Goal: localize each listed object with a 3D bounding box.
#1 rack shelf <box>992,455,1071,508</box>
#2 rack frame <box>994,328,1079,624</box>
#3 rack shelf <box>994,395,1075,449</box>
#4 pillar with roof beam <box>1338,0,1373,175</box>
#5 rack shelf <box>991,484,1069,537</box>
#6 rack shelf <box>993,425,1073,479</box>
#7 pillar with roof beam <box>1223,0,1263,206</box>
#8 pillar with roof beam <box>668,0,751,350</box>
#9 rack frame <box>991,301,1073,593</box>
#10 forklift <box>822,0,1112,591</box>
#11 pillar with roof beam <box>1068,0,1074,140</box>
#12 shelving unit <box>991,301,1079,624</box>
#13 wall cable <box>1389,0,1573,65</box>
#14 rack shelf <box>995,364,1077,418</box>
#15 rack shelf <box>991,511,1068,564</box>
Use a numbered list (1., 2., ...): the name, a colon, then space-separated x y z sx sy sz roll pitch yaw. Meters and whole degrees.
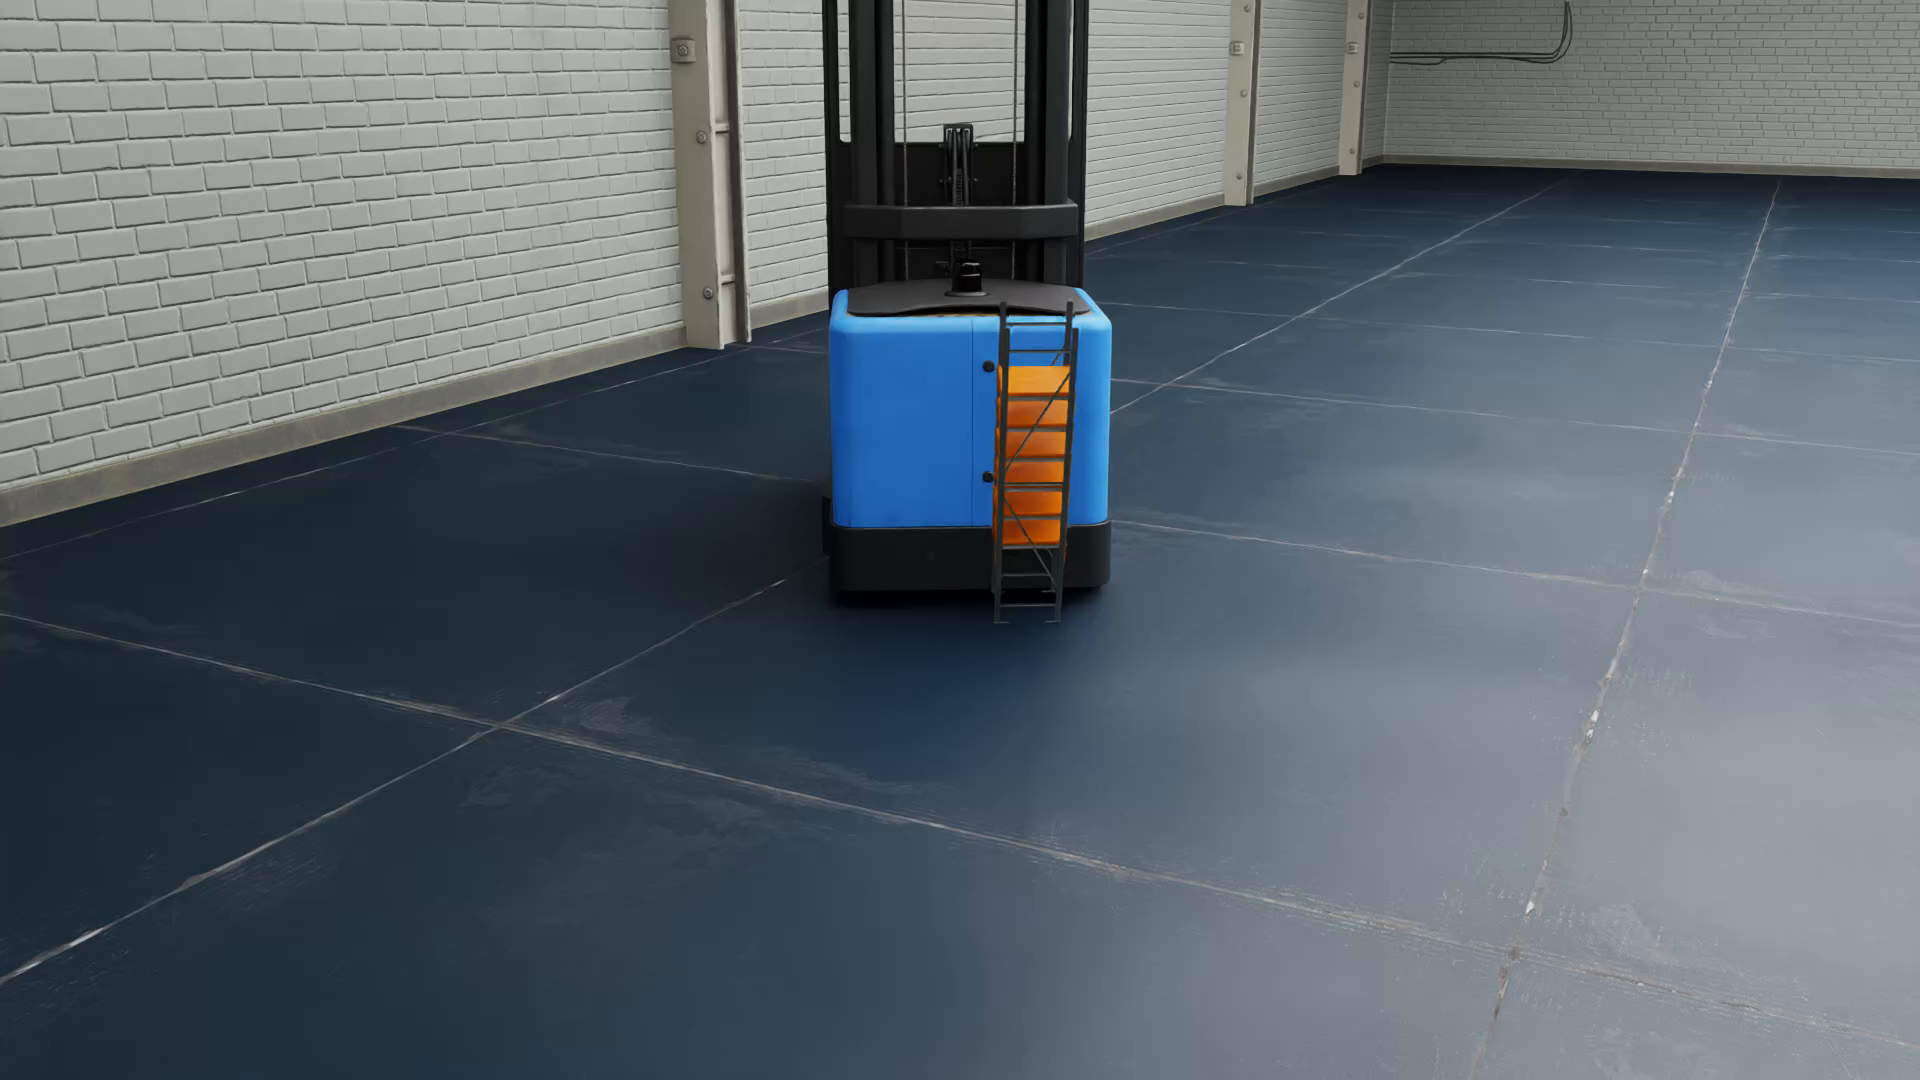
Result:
1. rack shelf: 0.246 -0.205 5.756 0.258 0.103 0.180 -1 36 -3
2. rack frame: 0.251 -0.188 5.656 0.240 1.200 0.006 -1 36 -3
3. rack shelf: 0.250 -0.400 5.616 0.258 0.103 0.180 -1 36 -3
4. pillar with roof beam: 10.196 -9.729 23.976 9.100 9.000 0.400 8 18 25
5. rack shelf: 0.245 -0.107 5.826 0.258 0.103 0.180 -1 36 -3
6. rack shelf: 0.248 -0.302 5.686 0.258 0.103 0.180 -1 36 -3
7. pillar with roof beam: 7.515 -8.201 18.830 9.100 9.000 0.400 8 18 25
8. pillar with roof beam: 2.152 -5.144 8.539 9.100 9.000 0.400 8 18 25
9. rack frame: 0.243 -0.294 5.804 0.240 1.200 0.006 -1 36 -3
10. forklift: -0.032 -1.584 7.208 1.130 2.935 3.031 -1 17 -3
11. pillar with roof beam: 4.833 -6.673 13.685 9.100 9.000 0.400 8 18 25
12. shelving unit: 0.247 -0.241 5.730 0.258 1.200 0.189 -1 36 -3
13. wall cable: 8.844 -9.371 28.222 3.097 2.526 0.112 8 18 25
14. rack shelf: 0.252 -0.498 5.546 0.258 0.103 0.180 -1 36 -3
15. rack shelf: 0.243 -0.010 5.896 0.258 0.103 0.180 -1 36 -3
